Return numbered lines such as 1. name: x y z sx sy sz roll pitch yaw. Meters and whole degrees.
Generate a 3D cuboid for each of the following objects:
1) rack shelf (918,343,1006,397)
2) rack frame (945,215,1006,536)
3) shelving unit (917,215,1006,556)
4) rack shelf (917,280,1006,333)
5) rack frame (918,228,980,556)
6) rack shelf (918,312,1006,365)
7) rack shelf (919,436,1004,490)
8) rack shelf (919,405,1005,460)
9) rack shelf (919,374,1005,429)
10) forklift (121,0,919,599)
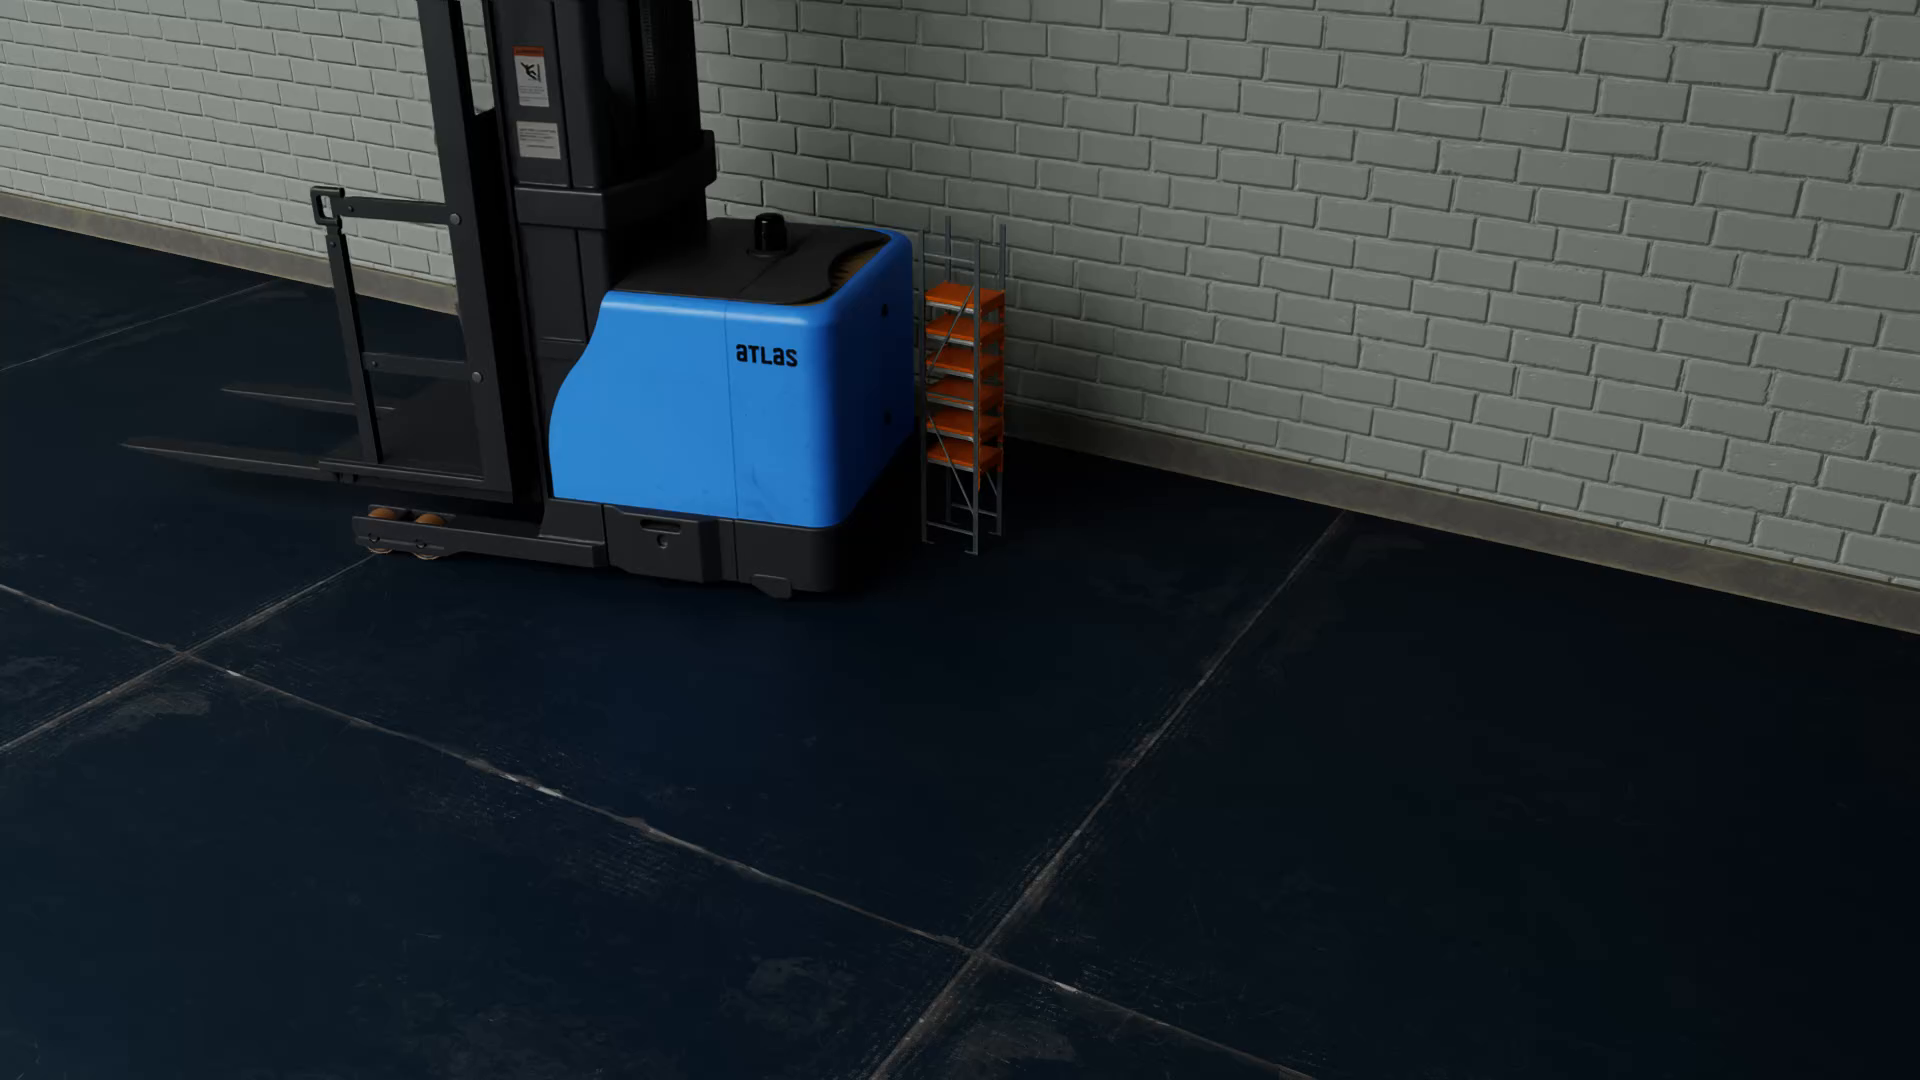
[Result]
1. rack shelf: 0.007 -0.610 5.959 0.258 0.103 0.180 14 30 26
2. rack frame: 0.052 -0.578 6.064 0.240 1.200 0.006 14 30 26
3. shelving unit: 0.007 -0.542 5.993 0.258 1.200 0.189 14 30 26
4. rack shelf: 0.007 -0.824 5.851 0.258 0.103 0.180 14 30 26
5. rack frame: -0.038 -0.507 5.921 0.240 1.200 0.006 14 30 26
6. rack shelf: 0.007 -0.717 5.905 0.258 0.103 0.180 14 30 26
7. rack shelf: 0.007 -0.288 6.120 0.258 0.103 0.180 14 30 26
8. rack shelf: 0.007 -0.395 6.066 0.258 0.103 0.180 14 30 26
9. rack shelf: 0.007 -0.502 6.013 0.258 0.103 0.180 14 30 26
10. forklift: -1.735 -1.456 5.884 3.031 2.935 1.130 7 27 13
